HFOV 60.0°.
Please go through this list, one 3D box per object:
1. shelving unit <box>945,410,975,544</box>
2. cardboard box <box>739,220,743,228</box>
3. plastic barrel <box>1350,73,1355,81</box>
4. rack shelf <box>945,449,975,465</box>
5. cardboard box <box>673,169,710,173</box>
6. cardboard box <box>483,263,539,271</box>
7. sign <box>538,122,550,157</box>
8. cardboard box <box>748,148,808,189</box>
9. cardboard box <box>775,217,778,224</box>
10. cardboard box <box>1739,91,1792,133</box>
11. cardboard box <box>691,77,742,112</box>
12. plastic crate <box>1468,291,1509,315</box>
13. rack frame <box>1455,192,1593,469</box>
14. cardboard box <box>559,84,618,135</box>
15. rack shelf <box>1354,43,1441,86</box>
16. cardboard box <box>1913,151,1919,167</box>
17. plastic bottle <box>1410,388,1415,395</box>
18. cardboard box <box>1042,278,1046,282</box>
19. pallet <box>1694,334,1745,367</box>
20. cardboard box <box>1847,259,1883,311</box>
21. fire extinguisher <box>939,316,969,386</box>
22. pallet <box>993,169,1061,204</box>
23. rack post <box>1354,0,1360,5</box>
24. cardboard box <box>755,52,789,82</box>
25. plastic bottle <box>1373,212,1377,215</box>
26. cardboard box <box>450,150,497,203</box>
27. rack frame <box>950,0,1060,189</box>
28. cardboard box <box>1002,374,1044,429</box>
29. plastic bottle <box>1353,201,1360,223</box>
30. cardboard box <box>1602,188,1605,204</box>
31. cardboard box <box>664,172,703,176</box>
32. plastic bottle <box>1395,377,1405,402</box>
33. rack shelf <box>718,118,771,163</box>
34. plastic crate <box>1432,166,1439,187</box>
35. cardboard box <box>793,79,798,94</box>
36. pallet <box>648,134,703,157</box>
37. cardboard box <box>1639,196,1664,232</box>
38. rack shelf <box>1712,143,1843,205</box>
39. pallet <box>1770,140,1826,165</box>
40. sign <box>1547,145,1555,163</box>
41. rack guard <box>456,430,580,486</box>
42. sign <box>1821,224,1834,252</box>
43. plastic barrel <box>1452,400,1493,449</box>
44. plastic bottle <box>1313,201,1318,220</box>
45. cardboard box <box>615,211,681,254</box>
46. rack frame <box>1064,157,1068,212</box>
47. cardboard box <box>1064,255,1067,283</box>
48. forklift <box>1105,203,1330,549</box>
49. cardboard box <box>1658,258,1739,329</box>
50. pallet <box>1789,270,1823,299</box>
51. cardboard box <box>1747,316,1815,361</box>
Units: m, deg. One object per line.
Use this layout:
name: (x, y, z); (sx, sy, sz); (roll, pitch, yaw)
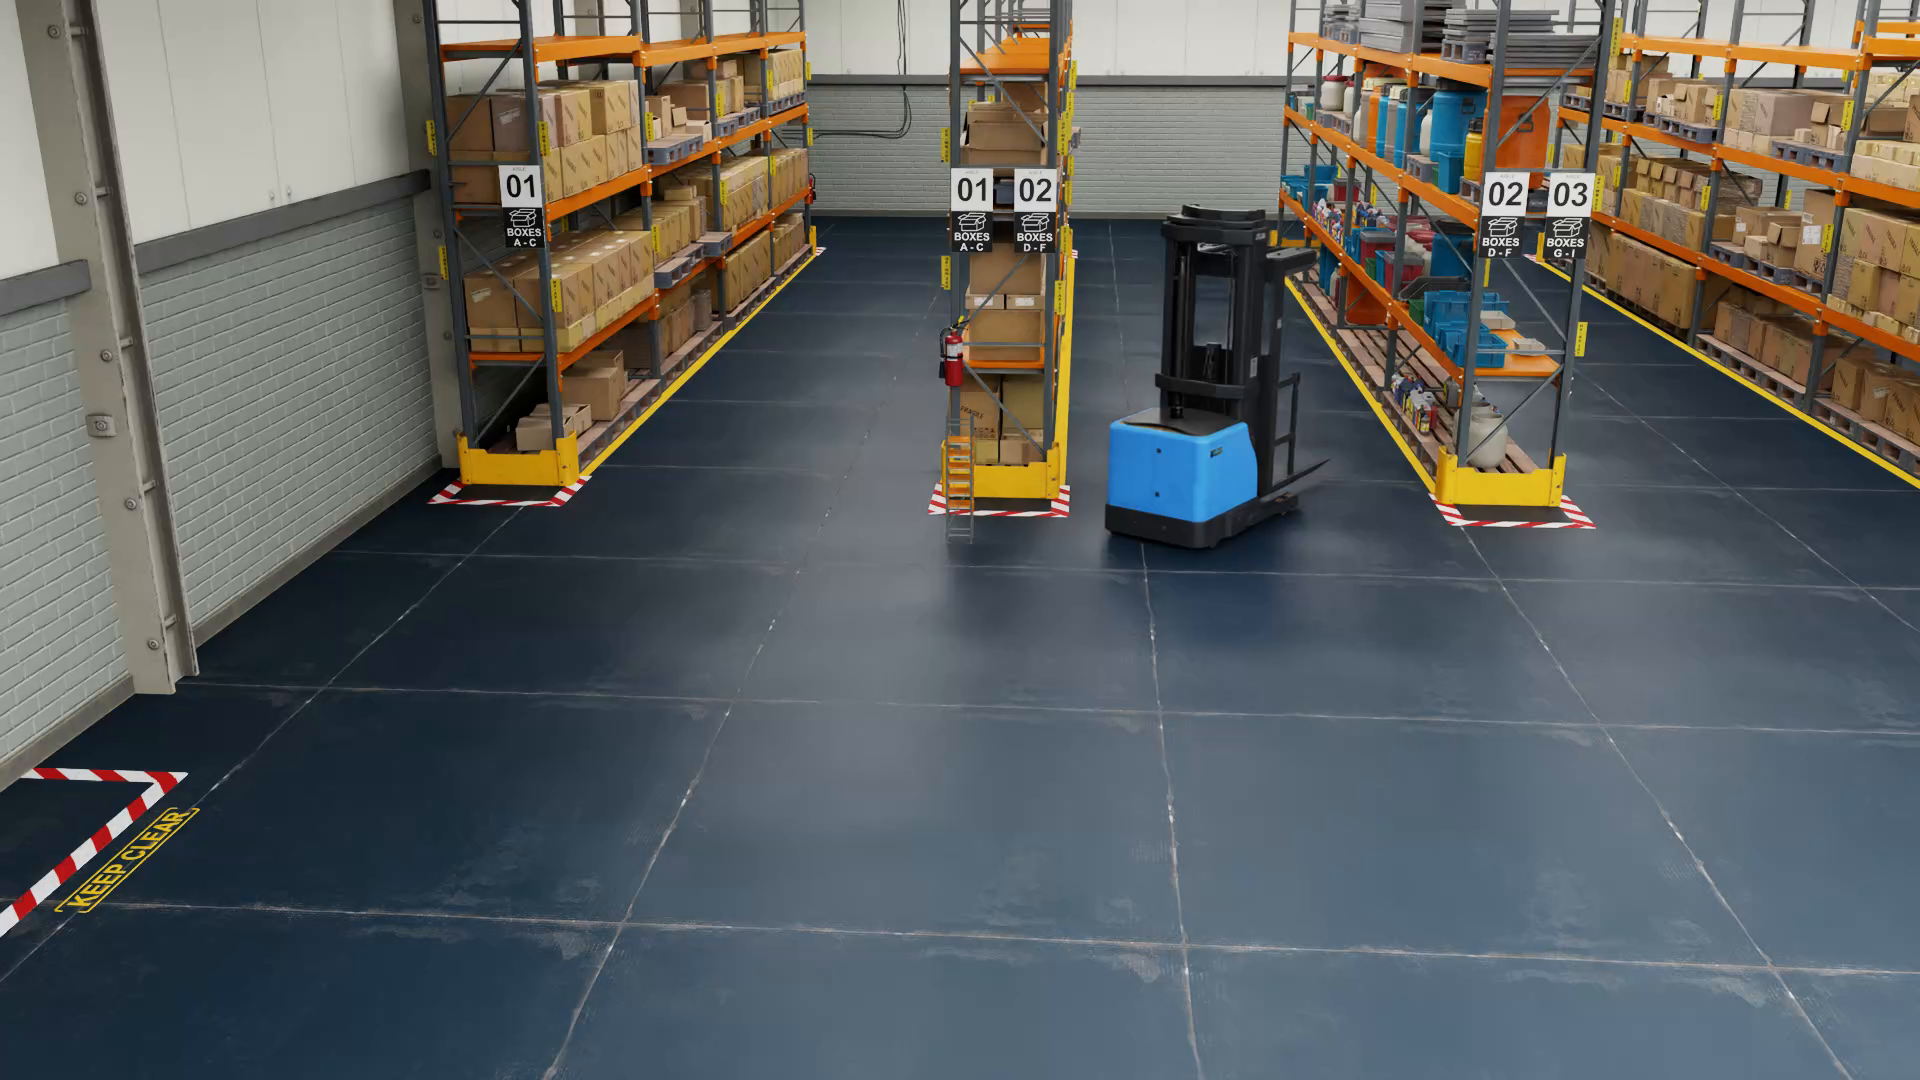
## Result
shelving unit: (-0.001, -0.566, 15.049); (0.258, 1.200, 0.189); (1, 18, 4)
cardboard box: (-3.602, -4.963, 25.951); (0.380, 0.149, 0.250); (1, 18, 4)
plastic barrel: (6.349, -6.947, 25.839); (0.600, 0.588, 0.600); (0, 18, 0)
rack shelf: (-0.001, -0.752, 14.989); (0.258, 0.103, 0.180); (1, 18, 4)
cardboard box: (-4.101, -5.521, 25.406); (0.500, 0.250, 0.500); (1, 18, 3)
cardboard box: (-4.662, -2.616, 17.422); (0.500, 0.500, 0.500); (2, 18, 5)
sign: (-3.988, -3.843, 15.941); (0.100, 0.325, 0.005); (1, 18, 4)
cardboard box: (-3.409, -6.968, 31.216); (0.980, 0.700, 0.700); (2, 18, 6)
cardboard box: (-3.577, -5.892, 30.714); (0.380, 0.149, 0.250); (1, 18, 4)
cardboard box: (10.535, -5.580, 21.682); (0.500, 0.500, 0.500); (1, 18, 4)
cardboard box: (-3.817, -6.978, 26.045); (0.700, 0.500, 0.500); (1, 18, 3)
plastic crate: (5.830, -2.615, 18.653); (0.499, 0.251, 0.616); (1, 18, 4)
rack frame: (5.352, -1.793, 15.906); (1.000, 3.000, 0.127); (1, 18, 4)
cardboard box: (-4.064, -4.720, 18.222); (0.500, 0.500, 0.500); (1, 18, 2)
rack shelf: (5.782, -5.976, 20.833); (1.077, 0.370, 4.000); (1, 18, 4)
cardboard box: (10.192, -3.969, 17.329); (0.380, 0.149, 0.250); (1, 18, 3)
plastic bottle: (5.180, -1.602, 18.996); (0.097, 0.271, 0.097); (0, 18, 0)
cardboard box: (0.710, -2.616, 17.214); (0.380, 0.149, 0.250); (1, 18, 3)
pallet: (10.808, -2.600, 22.845); (1.003, 0.211, 1.213); (1, 18, 4)
cardboard box: (10.414, -2.821, 18.404); (0.875, 0.500, 0.500); (1, 18, 4)
fire extinguisher: (-0.060, -1.842, 16.179); (0.296, 0.674, 0.183); (1, 18, 4)
pallet: (0.488, -3.508, 16.462); (1.003, 0.211, 1.213); (1, 18, 4)
rack post: (5.884, -7.618, 23.219); (0.624, 0.289, 0.986); (1, 18, 4)
cardboard box: (-3.278, -8.228, 28.926); (0.500, 0.500, 0.500); (1, 18, 4)
plastic bottle: (6.418, -4.948, 25.732); (0.152, 0.276, 0.135); (1, 18, 4)
cardboard box: (-4.752, -3.632, 16.508); (0.500, 0.500, 0.500); (3, 18, 8)
rack frame: (0.412, -4.756, 15.313); (1.000, 3.000, 0.127); (1, 18, 4)
cardboard box: (0.706, -1.471, 17.460); (0.500, 0.500, 0.500); (1, 18, 4)
plastic bottle: (6.329, -5.207, 26.404); (0.144, 0.351, 0.185); (1, 18, 4)
cardboard box: (10.957, -5.784, 27.847); (0.500, 0.250, 0.500); (2, 18, 6)
cardboard box: (-4.142, -5.361, 24.920); (0.500, 0.250, 0.500); (1, 18, 2)
plastic bottle: (5.183, -1.760, 19.473); (0.152, 0.276, 0.135); (2, 18, 6)
rack shelf: (-3.813, -6.204, 25.704); (1.077, 0.370, 4.000); (1, 18, 4)
plastic crate: (5.254, -3.877, 17.786); (0.336, 0.188, 0.450); (1, 18, 4)
cardboard box: (-3.206, -8.190, 30.016); (0.500, 0.250, 0.500); (1, 18, 2)
pallet: (-4.021, -5.105, 21.496); (1.213, 0.211, 1.003); (1, 18, 4)
cardboard box: (10.799, -5.008, 25.557); (0.500, 0.500, 0.500); (1, 18, 3)
rack shelf: (10.722, -4.630, 20.901); (1.077, 0.370, 4.000); (1, 18, 4)
pallet: (10.801, -4.773, 20.483); (1.213, 0.211, 1.003); (1, 18, 4)
sign: (10.886, -7.115, 30.630); (0.100, 0.325, 0.005); (1, 18, 4)
rack guard: (-4.524, -0.850, 17.042); (1.175, 0.500, 0.348); (1, 18, 4)
sign: (10.025, -3.487, 19.214); (0.100, 0.325, 0.005); (1, 18, 4)
plastic barrel: (5.359, -1.173, 17.332); (0.421, 0.512, 0.421); (0, 18, 0)
plastic bottle: (5.751, -5.319, 26.853); (0.061, 0.283, 0.133); (1, 18, 4)
cardboard box: (-4.109, -4.049, 21.924); (0.700, 0.500, 0.500); (4, 19, 11)
rack frame: (1.272, -5.632, 27.621); (1.000, 3.000, 0.127); (1, 18, 4)
cardboard box: (1.479, -4.340, 26.987); (0.500, 0.500, 0.500); (1, 18, 4)
forklift: (2.627, -1.709, 15.760); (1.130, 2.935, 3.031); (13, 22, 35)
cardboard box: (10.936, -3.571, 24.070); (1.225, 0.875, 0.875); (0, 18, 1)
pallet: (10.779, -3.068, 20.104); (1.003, 0.211, 1.213); (1, 18, 4)
cardboard box: (10.777, -2.631, 21.771); (0.700, 0.500, 0.500); (3, 18, 9)
